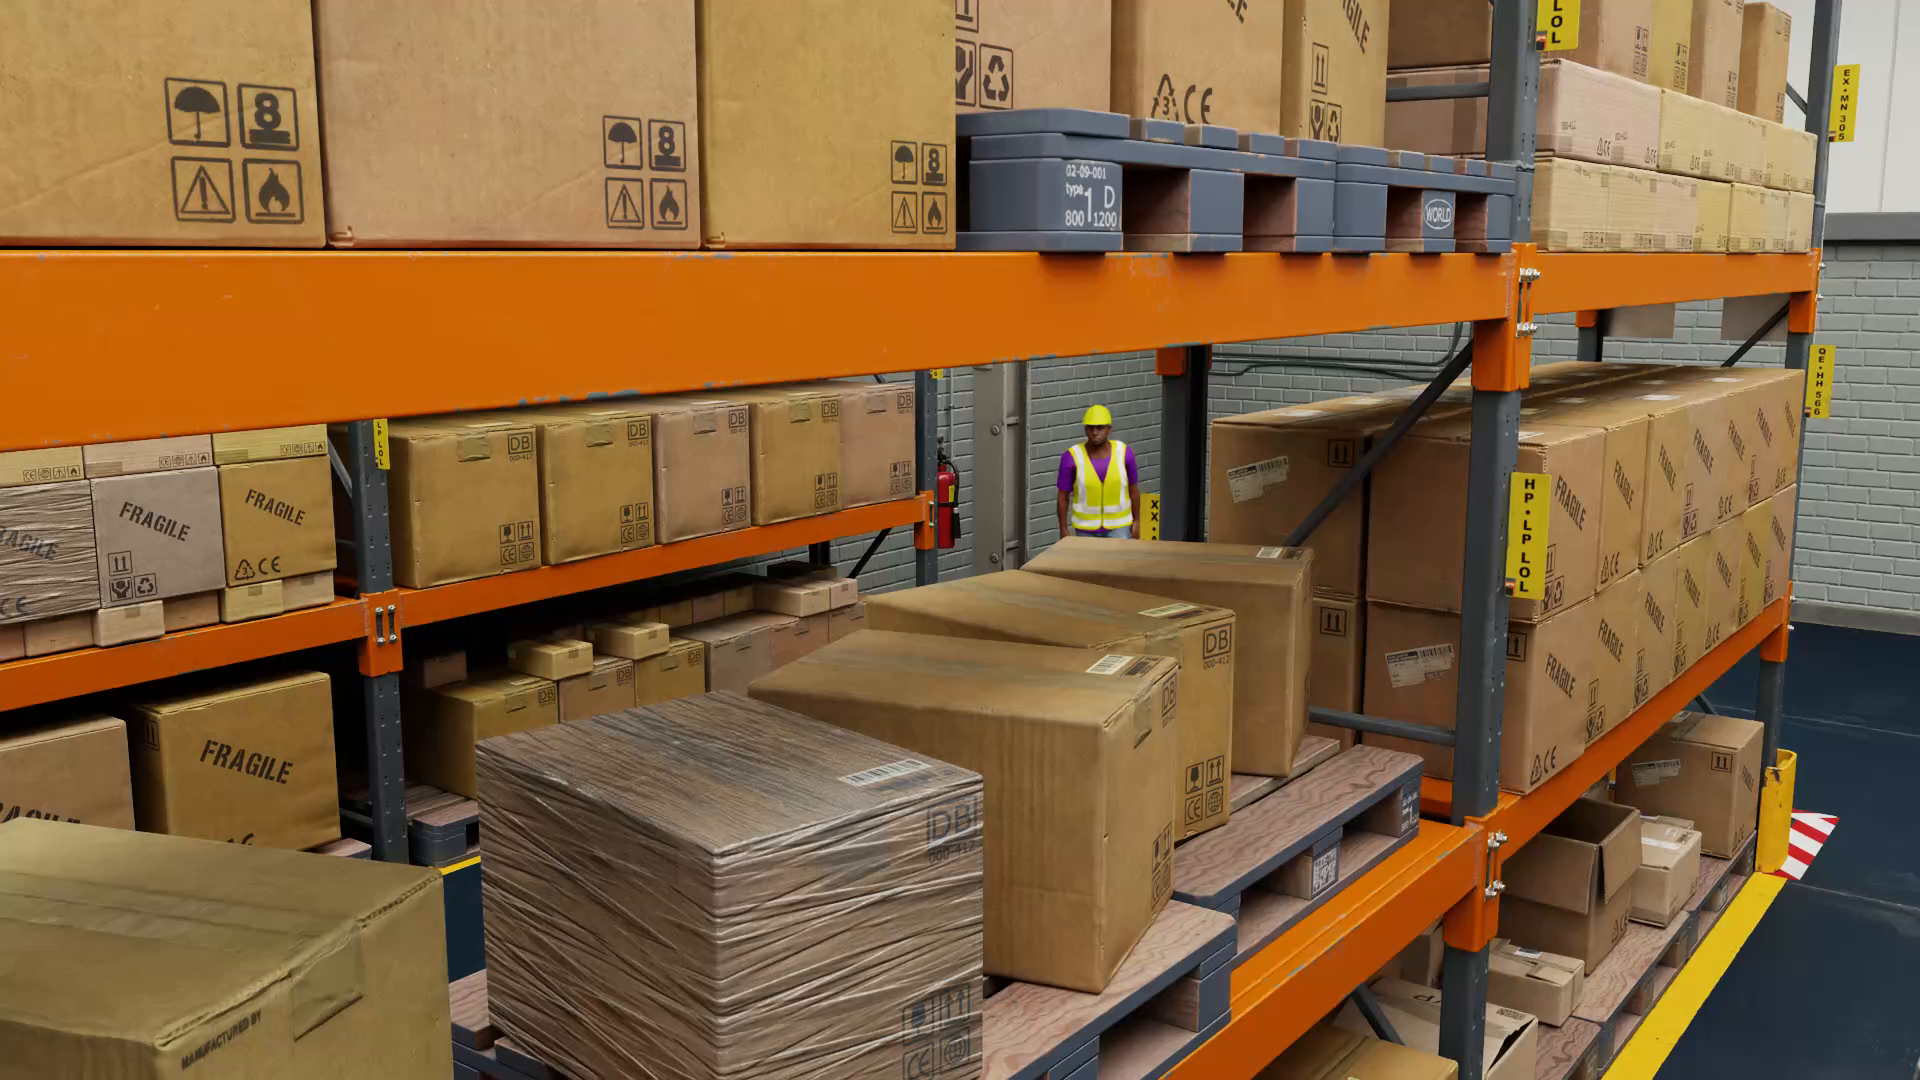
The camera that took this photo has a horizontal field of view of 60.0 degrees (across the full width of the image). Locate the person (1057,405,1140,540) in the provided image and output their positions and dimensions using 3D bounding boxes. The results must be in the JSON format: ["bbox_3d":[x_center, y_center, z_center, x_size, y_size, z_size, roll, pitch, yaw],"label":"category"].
[{"bbox_3d":[0.983,-0.090,11.734,0.608,1.743,0.531,1,10,3],"label":"person"}]
